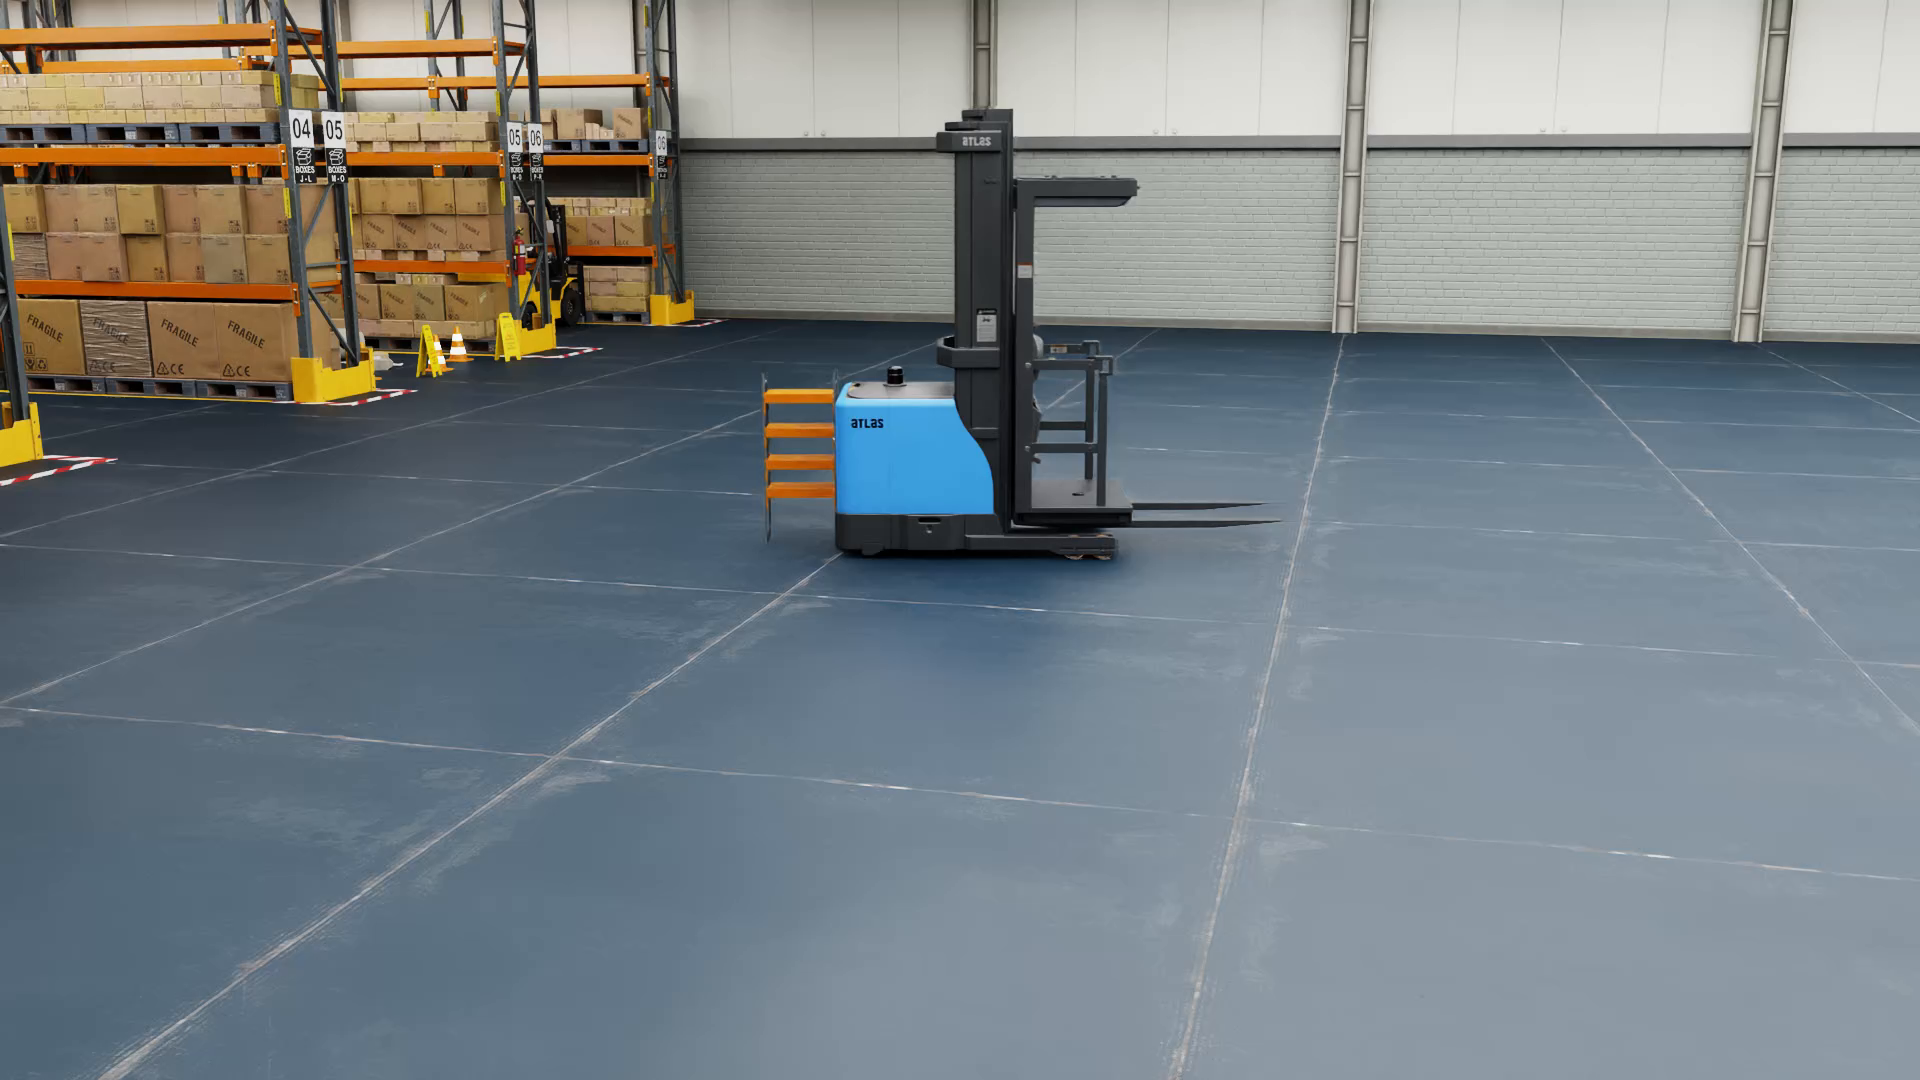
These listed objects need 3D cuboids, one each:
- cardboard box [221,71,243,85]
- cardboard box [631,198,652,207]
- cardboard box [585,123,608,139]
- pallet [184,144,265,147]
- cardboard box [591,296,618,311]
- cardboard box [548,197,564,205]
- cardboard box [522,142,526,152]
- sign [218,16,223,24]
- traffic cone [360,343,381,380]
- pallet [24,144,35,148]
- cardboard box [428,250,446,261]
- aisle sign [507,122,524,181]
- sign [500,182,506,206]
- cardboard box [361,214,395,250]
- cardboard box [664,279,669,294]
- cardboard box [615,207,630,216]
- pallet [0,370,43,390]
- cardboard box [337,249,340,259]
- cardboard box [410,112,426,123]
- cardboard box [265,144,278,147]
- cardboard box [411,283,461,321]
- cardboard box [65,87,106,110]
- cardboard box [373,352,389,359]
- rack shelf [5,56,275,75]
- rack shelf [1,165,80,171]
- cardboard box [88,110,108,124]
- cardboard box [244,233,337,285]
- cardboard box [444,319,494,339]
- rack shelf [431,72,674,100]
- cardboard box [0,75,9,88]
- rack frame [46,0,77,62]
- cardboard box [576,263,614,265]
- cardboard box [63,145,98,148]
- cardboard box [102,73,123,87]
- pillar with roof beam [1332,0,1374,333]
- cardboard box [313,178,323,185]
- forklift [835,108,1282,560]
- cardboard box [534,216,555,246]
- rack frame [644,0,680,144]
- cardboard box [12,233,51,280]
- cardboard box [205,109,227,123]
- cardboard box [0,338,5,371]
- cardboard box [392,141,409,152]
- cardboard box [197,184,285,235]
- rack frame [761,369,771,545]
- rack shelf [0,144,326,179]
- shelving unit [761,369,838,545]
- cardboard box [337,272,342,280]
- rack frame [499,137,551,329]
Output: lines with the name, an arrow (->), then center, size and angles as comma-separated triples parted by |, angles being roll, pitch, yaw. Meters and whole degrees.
cardboard box -> -7.897, -5.078, 18.310 | 0.250, 0.149, 0.380 | 3, 13, 14
cardboard box -> -5.372, -5.709, 28.125 | 0.250, 0.149, 0.380 | 3, 13, 14
cardboard box -> -6.097, -6.869, 27.953 | 0.258, 0.266, 0.396 | 3, 13, 14
pallet -> -10.616, -5.815, 24.525 | 1.003, 0.211, 1.213 | 3, 13, 14
cardboard box -> -5.986, -4.072, 28.542 | 0.500, 0.250, 0.500 | 3, 13, 14
cardboard box -> -6.862, -5.787, 28.478 | 0.250, 0.149, 0.380 | 3, 13, 14
cardboard box -> -6.403, -5.607, 23.736 | 0.250, 0.149, 0.380 | 3, 13, 14
sign -> -12.861, -8.948, 28.949 | 0.005, 0.325, 0.100 | 3, 13, 14
traffic cone -> -7.422, -2.222, 20.678 | 0.334, 0.463, 0.336 | 3, 13, 14
pallet -> -14.564, -5.990, 25.316 | 1.003, 0.211, 1.213 | 4, 13, 16
cardboard box -> -7.347, -4.046, 23.627 | 0.250, 0.149, 0.380 | 3, 13, 15
aisle sign -> -6.168, -5.385, 23.078 | 0.004, 0.787, 0.394 | 3, 13, 14
sign -> -6.311, -4.784, 22.968 | 0.005, 0.325, 0.100 | 3, 13, 14
cardboard box -> -8.209, -4.428, 23.850 | 0.500, 0.500, 0.500 | 3, 13, 14
cardboard box -> -5.380, -4.399, 28.859 | 0.500, 0.250, 0.500 | 3, 13, 15
cardboard box -> -5.632, -5.556, 28.120 | 0.250, 0.149, 0.380 | 3, 13, 14
pallet -> -11.898, -2.004, 20.280 | 1.213, 0.211, 1.003 | 3, 13, 14
cardboard box -> -8.793, -4.144, 24.067 | 0.250, 0.149, 0.380 | 3, 13, 13
cardboard box -> -7.521, -5.936, 23.375 | 0.250, 0.149, 0.380 | 3, 13, 14
cardboard box -> -9.796, -5.661, 23.978 | 0.250, 0.149, 0.380 | 3, 13, 13
cardboard box -> -7.507, -3.422, 23.879 | 0.500, 0.500, 0.500 | 4, 13, 16
cardboard box -> -9.743, -4.995, 18.858 | 0.500, 0.250, 0.500 | 3, 13, 13
cardboard box -> -7.915, -2.431, 22.349 | 0.250, 0.149, 0.380 | 12, 17, 43
rack shelf -> -11.984, -6.874, 24.524 | 4.000, 0.370, 1.077 | 3, 13, 14
rack shelf -> -18.566, -7.064, 31.382 | 4.000, 0.370, 1.077 | 3, 13, 14
cardboard box -> -9.621, -4.781, 18.812 | 0.250, 0.149, 0.380 | 3, 13, 14
cardboard box -> -7.618, -3.217, 18.961 | 0.550, 0.550, 0.875 | 3, 13, 14
cardboard box -> -7.032, -3.029, 23.841 | 0.500, 0.250, 0.500 | 3, 13, 13
rack shelf -> -6.915, -7.710, 28.294 | 4.000, 0.370, 1.077 | 3, 13, 14
cardboard box -> -10.858, -5.236, 19.021 | 0.250, 0.149, 0.380 | 3, 13, 14
rack frame -> -16.624, -8.776, 30.511 | 0.127, 3.000, 1.000 | 3, 13, 14
cardboard box -> -6.364, -4.693, 29.031 | 0.500, 0.250, 0.500 | 3, 13, 13
cardboard box -> -13.008, -6.057, 24.953 | 0.500, 0.500, 0.700 | 3, 13, 14
cardboard box -> -9.381, -5.157, 18.666 | 0.250, 0.149, 0.380 | 3, 13, 13
pillar with roof beam -> 5.186, -6.850, 21.834 | 0.400, 9.000, 9.100 | 3, 13, 14
cardboard box -> -9.177, -4.970, 23.984 | 0.500, 0.500, 0.700 | 3, 13, 14
forklift -> 0.672, -1.414, 11.341 | 3.031, 2.935, 1.130 | 0, 13, 0
cardboard box -> -7.004, -5.322, 28.567 | 0.500, 0.500, 0.500 | 3, 13, 14
rack frame -> -4.973, -8.153, 27.705 | 0.127, 3.000, 1.000 | 3, 13, 14
cardboard box -> -10.769, -3.398, 19.778 | 0.550, 0.550, 0.875 | 3, 13, 14
cardboard box -> -8.145, -4.702, 18.455 | 0.250, 0.149, 0.380 | 3, 13, 14
cardboard box -> -11.755, -2.461, 20.127 | 0.750, 0.750, 1.050 | 3, 13, 13
cardboard box -> -7.809, -5.554, 23.495 | 0.250, 0.149, 0.380 | 3, 13, 12
cardboard box -> -8.154, -3.771, 18.965 | 0.550, 0.550, 0.875 | 3, 13, 14
rack frame -> -1.347, -0.578, 11.569 | 0.015, 1.200, 0.240 | 0, 13, 0
rack shelf -> -9.189, -4.351, 19.154 | 4.000, 0.370, 1.077 | 3, 13, 14
shelving unit -> -1.103, -0.578, 11.571 | 0.503, 1.200, 0.258 | 0, 13, 0
cardboard box -> -8.928, -3.800, 24.087 | 0.250, 0.149, 0.380 | 4, 13, 16
rack frame -> -6.159, -4.180, 23.649 | 0.127, 3.000, 1.000 | 3, 13, 14
